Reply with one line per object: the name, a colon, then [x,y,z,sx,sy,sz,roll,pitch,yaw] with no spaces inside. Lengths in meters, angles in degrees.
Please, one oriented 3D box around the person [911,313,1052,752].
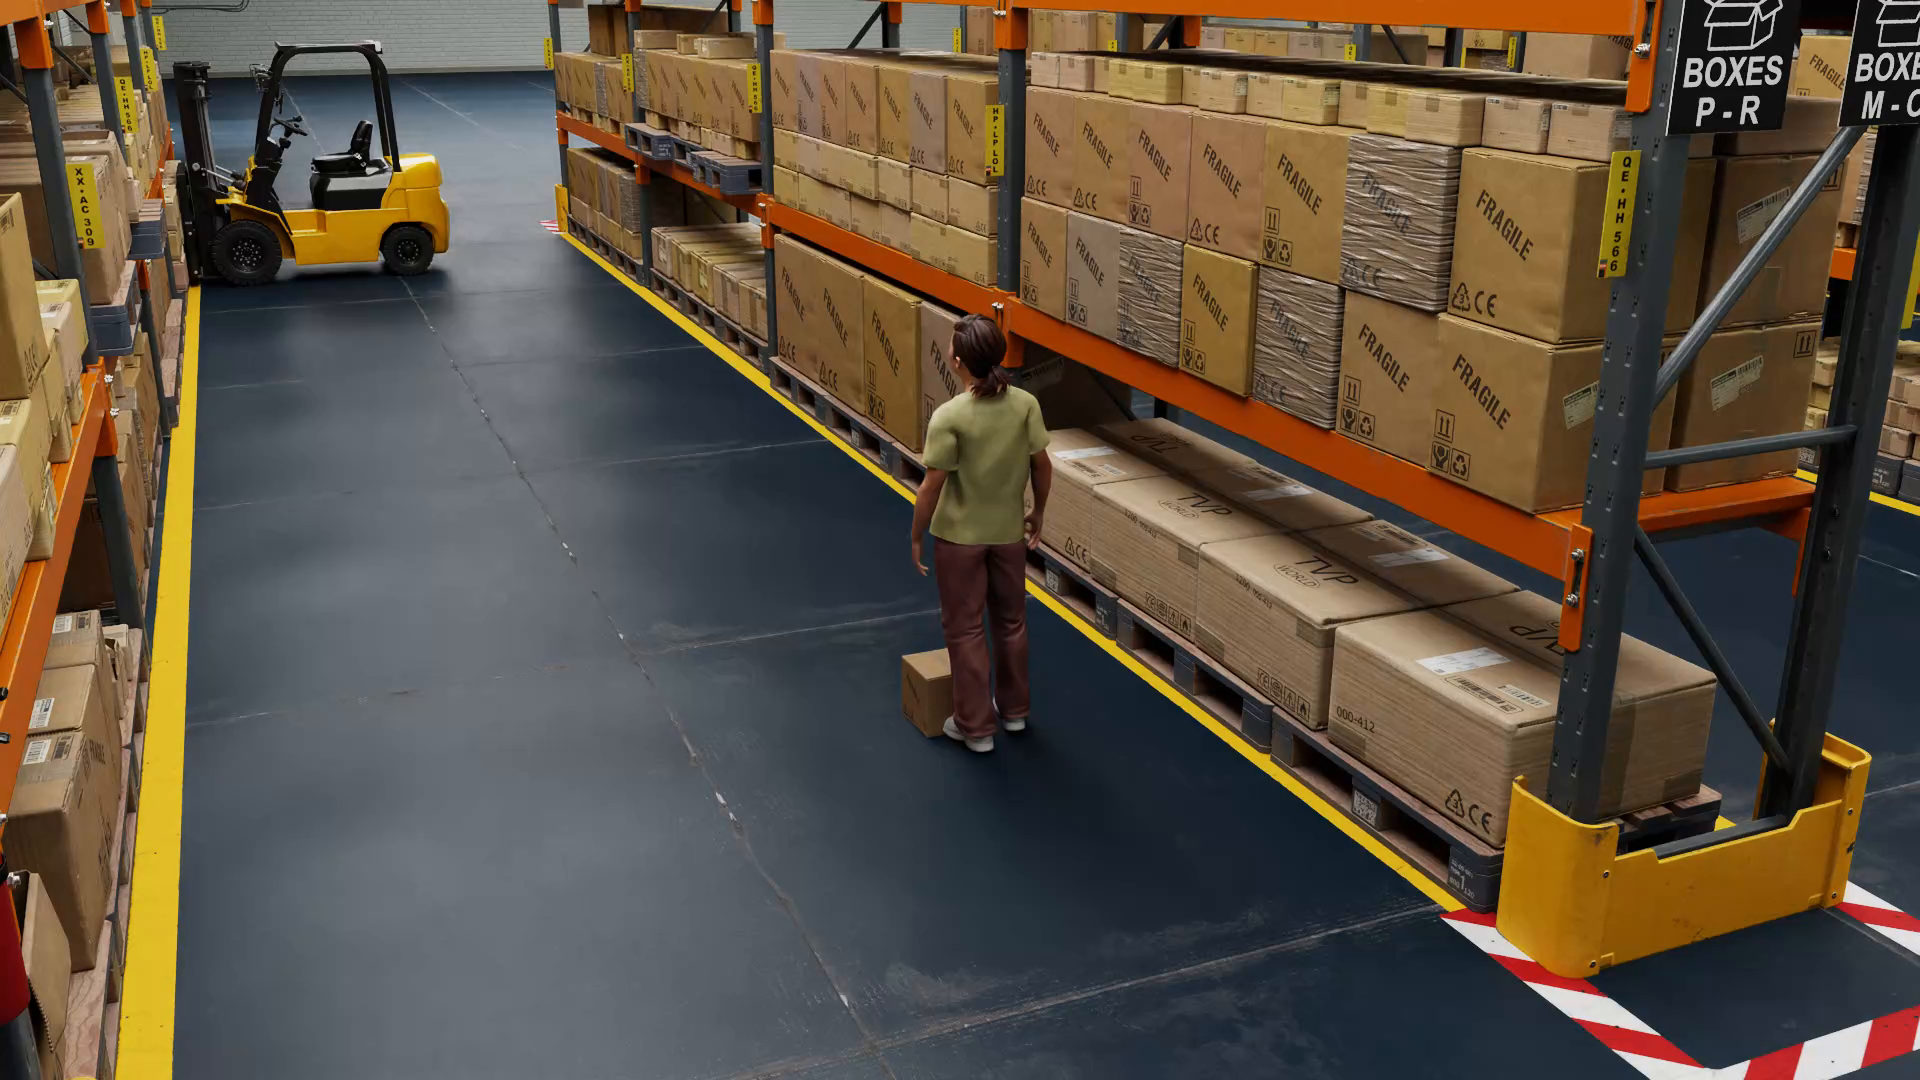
person: [0.045,-0.024,6.133,0.553,1.657,0.517,-8,20,-22]
